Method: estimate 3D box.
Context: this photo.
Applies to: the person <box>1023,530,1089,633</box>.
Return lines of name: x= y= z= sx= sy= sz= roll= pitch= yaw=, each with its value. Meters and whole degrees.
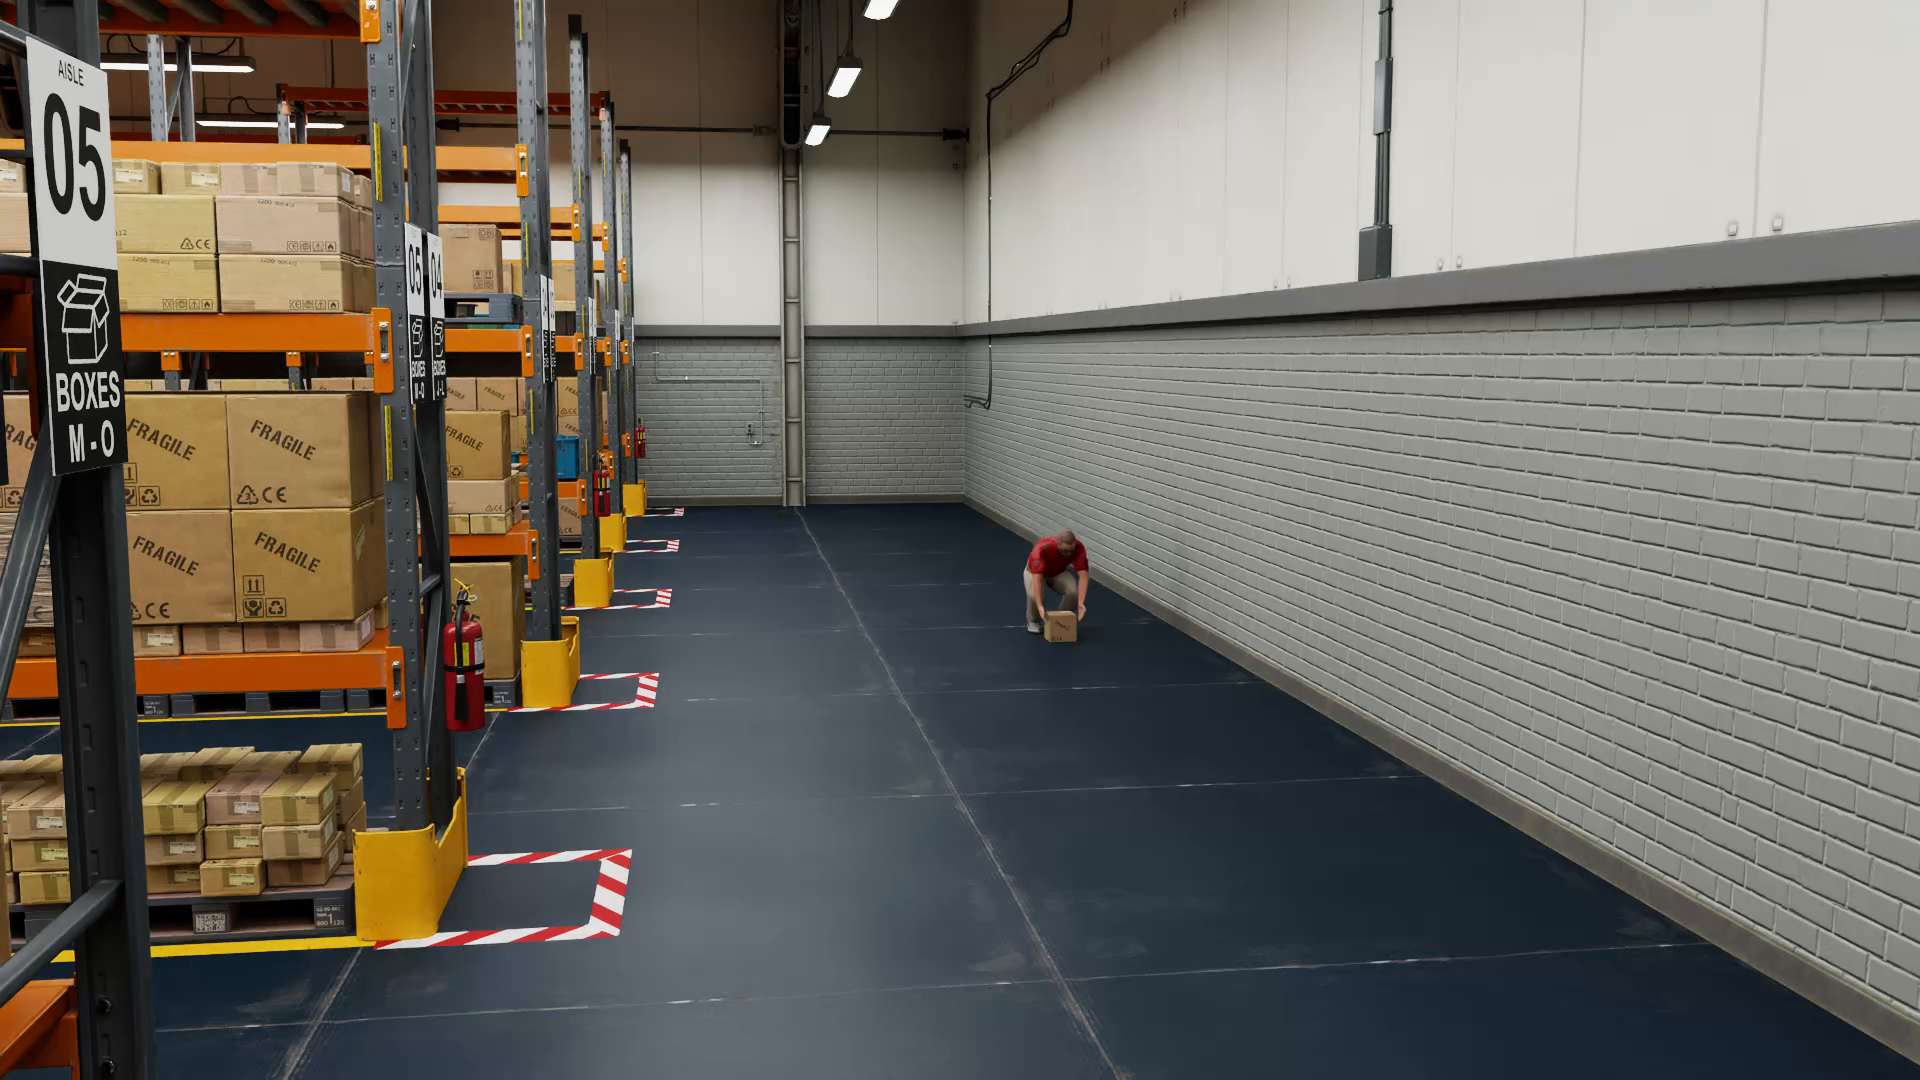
person: x=0.900 y=0.383 z=15.655 sx=0.569 sy=1.002 sz=0.867 roll=-1 pitch=7 yaw=-9
